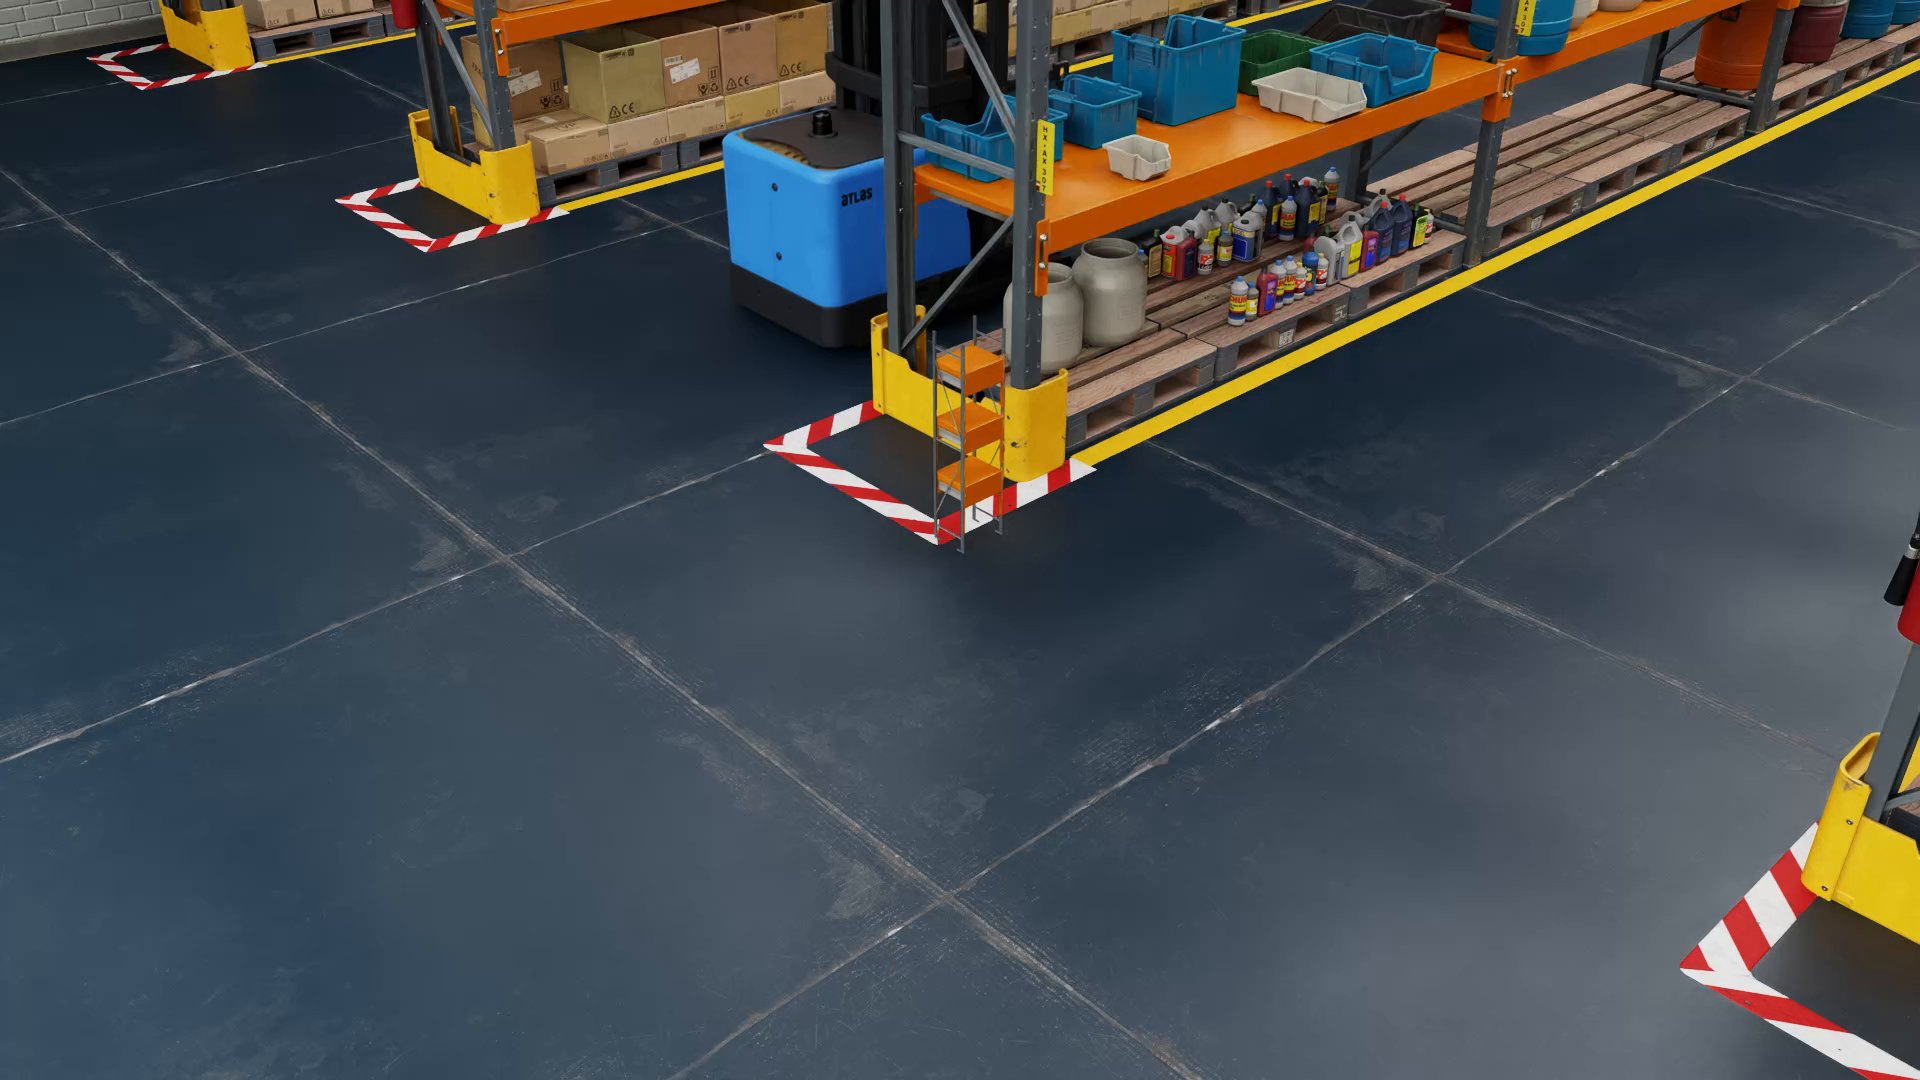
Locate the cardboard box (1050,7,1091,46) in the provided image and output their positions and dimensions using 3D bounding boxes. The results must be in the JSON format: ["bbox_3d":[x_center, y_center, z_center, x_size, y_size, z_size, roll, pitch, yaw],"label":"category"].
[{"bbox_3d":[0.794,-4.525,14.509,0.500,0.250,0.500,-27,41,-37],"label":"cardboard box"}]

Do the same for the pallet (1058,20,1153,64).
[{"bbox_3d":[0.984,-4.627,15.114,1.213,0.211,1.003,-26,40,-35],"label":"pallet"}]

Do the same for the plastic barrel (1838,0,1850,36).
[{"bbox_3d":[7.403,-4.561,14.316,0.421,0.512,0.421,0,31,0],"label":"plastic barrel"}]

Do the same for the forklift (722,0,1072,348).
[{"bbox_3d":[0.062,-2.976,9.808,3.031,2.935,1.130,-25,39,-34],"label":"forklift"}]

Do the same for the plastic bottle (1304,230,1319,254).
[{"bbox_3d":[2.092,-1.701,9.839,0.133,0.283,0.061,-26,40,-35],"label":"plastic bottle"}]

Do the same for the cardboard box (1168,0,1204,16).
[{"bbox_3d":[1.913,-5.066,15.393,0.500,0.250,0.500,-26,40,-36],"label":"cardboard box"}]

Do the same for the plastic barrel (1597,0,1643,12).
[{"bbox_3d":[4.330,-3.783,10.931,0.433,0.535,0.433,0,31,0],"label":"plastic barrel"}]

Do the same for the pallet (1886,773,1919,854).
[{"bbox_3d":[4.051,0.992,5.925,1.213,0.211,1.003,-26,40,-35],"label":"pallet"}]

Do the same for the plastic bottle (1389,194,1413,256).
[{"bbox_3d":[2.665,-1.928,10.145,0.185,0.351,0.144,-27,41,-37],"label":"plastic bottle"}]

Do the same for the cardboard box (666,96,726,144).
[{"bbox_3d":[-2.082,-3.154,12.265,0.500,0.250,0.500,-26,40,-35],"label":"cardboard box"}]

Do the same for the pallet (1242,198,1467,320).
[{"bbox_3d":[2.420,-1.797,10.487,1.213,0.211,1.003,-26,40,-35],"label":"pallet"}]

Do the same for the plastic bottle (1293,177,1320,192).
[{"bbox_3d":[2.191,-2.164,10.603,0.135,0.276,0.152,-24,39,-34],"label":"plastic bottle"}]

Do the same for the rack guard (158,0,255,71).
[{"bbox_3d":[-6.673,-4.541,14.697,0.348,0.500,1.175,-26,40,-35],"label":"rack guard"}]

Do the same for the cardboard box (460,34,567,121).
[{"bbox_3d":[-3.166,-3.317,11.813,0.500,0.500,0.500,-26,40,-35],"label":"cardboard box"}]

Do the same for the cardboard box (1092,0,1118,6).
[{"bbox_3d":[1.175,-4.948,14.662,0.500,0.311,0.500,-25,39,-34],"label":"cardboard box"}]

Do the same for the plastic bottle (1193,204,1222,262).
[{"bbox_3d":[1.480,-1.856,10.027,0.185,0.351,0.144,-24,39,-34],"label":"plastic bottle"}]

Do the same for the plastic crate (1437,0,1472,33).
[{"bbox_3d":[3.088,-3.525,10.579,0.583,0.464,0.402,-26,40,-35],"label":"plastic crate"}]

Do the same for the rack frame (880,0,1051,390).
[{"bbox_3d":[0.008,-1.790,7.803,0.127,3.000,1.000,-26,40,-35],"label":"rack frame"}]

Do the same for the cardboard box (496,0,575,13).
[{"bbox_3d":[-3.006,-3.890,11.140,0.500,0.500,0.700,-26,40,-35],"label":"cardboard box"}]

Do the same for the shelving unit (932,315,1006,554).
[{"bbox_3d":[0.039,-0.467,7.507,0.252,1.050,0.215,-26,40,-35],"label":"shelving unit"}]

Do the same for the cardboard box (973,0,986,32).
[{"bbox_3d":[0.048,-4.402,13.769,0.500,0.311,0.500,-26,40,-35],"label":"cardboard box"}]

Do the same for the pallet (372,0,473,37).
[{"bbox_3d":[-5.158,-5.123,15.925,1.213,0.211,1.003,-26,40,-35],"label":"pallet"}]

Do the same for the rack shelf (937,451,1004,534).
[{"bbox_3d":[0.039,-0.221,7.658,0.240,0.259,0.215,-26,40,-35],"label":"rack shelf"}]

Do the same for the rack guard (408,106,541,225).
[{"bbox_3d":[-3.375,-2.612,11.542,0.348,0.500,1.175,-26,40,-35],"label":"rack guard"}]

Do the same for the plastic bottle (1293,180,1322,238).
[{"bbox_3d":[2.165,-2.084,10.400,0.185,0.351,0.144,-26,40,-35],"label":"plastic bottle"}]

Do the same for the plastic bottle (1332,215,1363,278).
[{"bbox_3d":[2.287,-1.746,9.847,0.185,0.351,0.144,-26,40,-36],"label":"plastic bottle"}]

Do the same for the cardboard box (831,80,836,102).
[{"bbox_3d":[-0.989,-3.690,13.142,0.500,0.250,0.500,-26,40,-35],"label":"cardboard box"}]

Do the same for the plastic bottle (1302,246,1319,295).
[{"bbox_3d":[2.022,-1.567,9.631,0.097,0.271,0.097,0,31,0],"label":"plastic bottle"}]

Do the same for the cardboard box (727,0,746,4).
[{"bbox_3d":[-1.710,-4.032,12.983,0.500,0.500,0.500,-26,40,-35],"label":"cardboard box"}]

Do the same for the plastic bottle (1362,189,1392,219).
[{"bbox_3d":[2.567,-1.983,10.236,0.185,0.351,0.144,-26,40,-35],"label":"plastic bottle"}]

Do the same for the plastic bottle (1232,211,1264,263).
[{"bbox_3d":[1.736,-1.842,10.076,0.135,0.276,0.152,-26,40,-35],"label":"plastic bottle"}]

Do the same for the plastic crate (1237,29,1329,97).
[{"bbox_3d":[1.754,-2.745,9.567,0.662,0.188,0.450,-26,40,-35],"label":"plastic crate"}]

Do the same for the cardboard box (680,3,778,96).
[{"bbox_3d":[-1.711,-3.649,12.356,0.500,0.500,0.500,-26,40,-35],"label":"cardboard box"}]

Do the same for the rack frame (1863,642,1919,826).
[{"bbox_3d":[3.375,0.104,4.704,0.127,3.000,1.000,-26,40,-35],"label":"rack frame"}]

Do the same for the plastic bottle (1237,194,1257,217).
[{"bbox_3d":[1.779,-2.001,10.329,0.133,0.283,0.061,-24,39,-33],"label":"plastic bottle"}]

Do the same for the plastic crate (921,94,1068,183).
[{"bbox_3d":[0.171,-2.019,8.319,0.616,0.251,0.499,-26,40,-35],"label":"plastic crate"}]

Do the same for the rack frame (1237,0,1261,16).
[{"bbox_3d":[2.509,-6.524,15.544,0.127,3.000,1.000,-26,40,-35],"label":"rack frame"}]

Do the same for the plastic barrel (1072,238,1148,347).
[{"bbox_3d":[0.806,-1.349,9.062,0.421,0.512,0.421,0,31,0],"label":"plastic barrel"}]

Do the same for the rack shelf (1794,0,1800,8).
[{"bbox_3d":[7.341,-5.031,13.791,4.000,0.370,1.077,-26,40,-35],"label":"rack shelf"}]

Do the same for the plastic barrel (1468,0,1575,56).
[{"bbox_3d":[3.430,-3.444,10.027,0.708,0.901,0.600,-26,40,-35],"label":"plastic barrel"}]

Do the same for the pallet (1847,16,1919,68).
[{"bbox_3d":[8.213,-4.599,15.070,1.213,0.211,1.003,-26,40,-35],"label":"pallet"}]

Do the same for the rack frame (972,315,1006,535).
[{"bbox_3d":[0.129,-0.510,7.578,0.008,1.050,0.200,-26,40,-35],"label":"rack frame"}]

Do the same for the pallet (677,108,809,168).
[{"bbox_3d":[-1.931,-3.215,12.805,1.213,0.211,1.003,-26,40,-35],"label":"pallet"}]

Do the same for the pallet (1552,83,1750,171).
[{"bbox_3d":[5.280,-3.178,12.746,1.213,0.211,1.003,-26,40,-35],"label":"pallet"}]

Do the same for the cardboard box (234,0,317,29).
[{"bbox_3d":[-6.160,-4.832,14.932,0.500,0.311,0.500,24,39,34],"label":"cardboard box"}]

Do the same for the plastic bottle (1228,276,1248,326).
[{"bbox_3d":[1.549,-1.338,9.256,0.097,0.271,0.097,0,31,0],"label":"plastic bottle"}]

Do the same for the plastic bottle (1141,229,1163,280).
[{"bbox_3d":[1.130,-1.687,9.815,0.133,0.283,0.061,-25,39,-34],"label":"plastic bottle"}]

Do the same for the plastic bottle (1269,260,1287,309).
[{"bbox_3d":[1.801,-1.460,9.455,0.097,0.271,0.097,0,31,0],"label":"plastic bottle"}]
